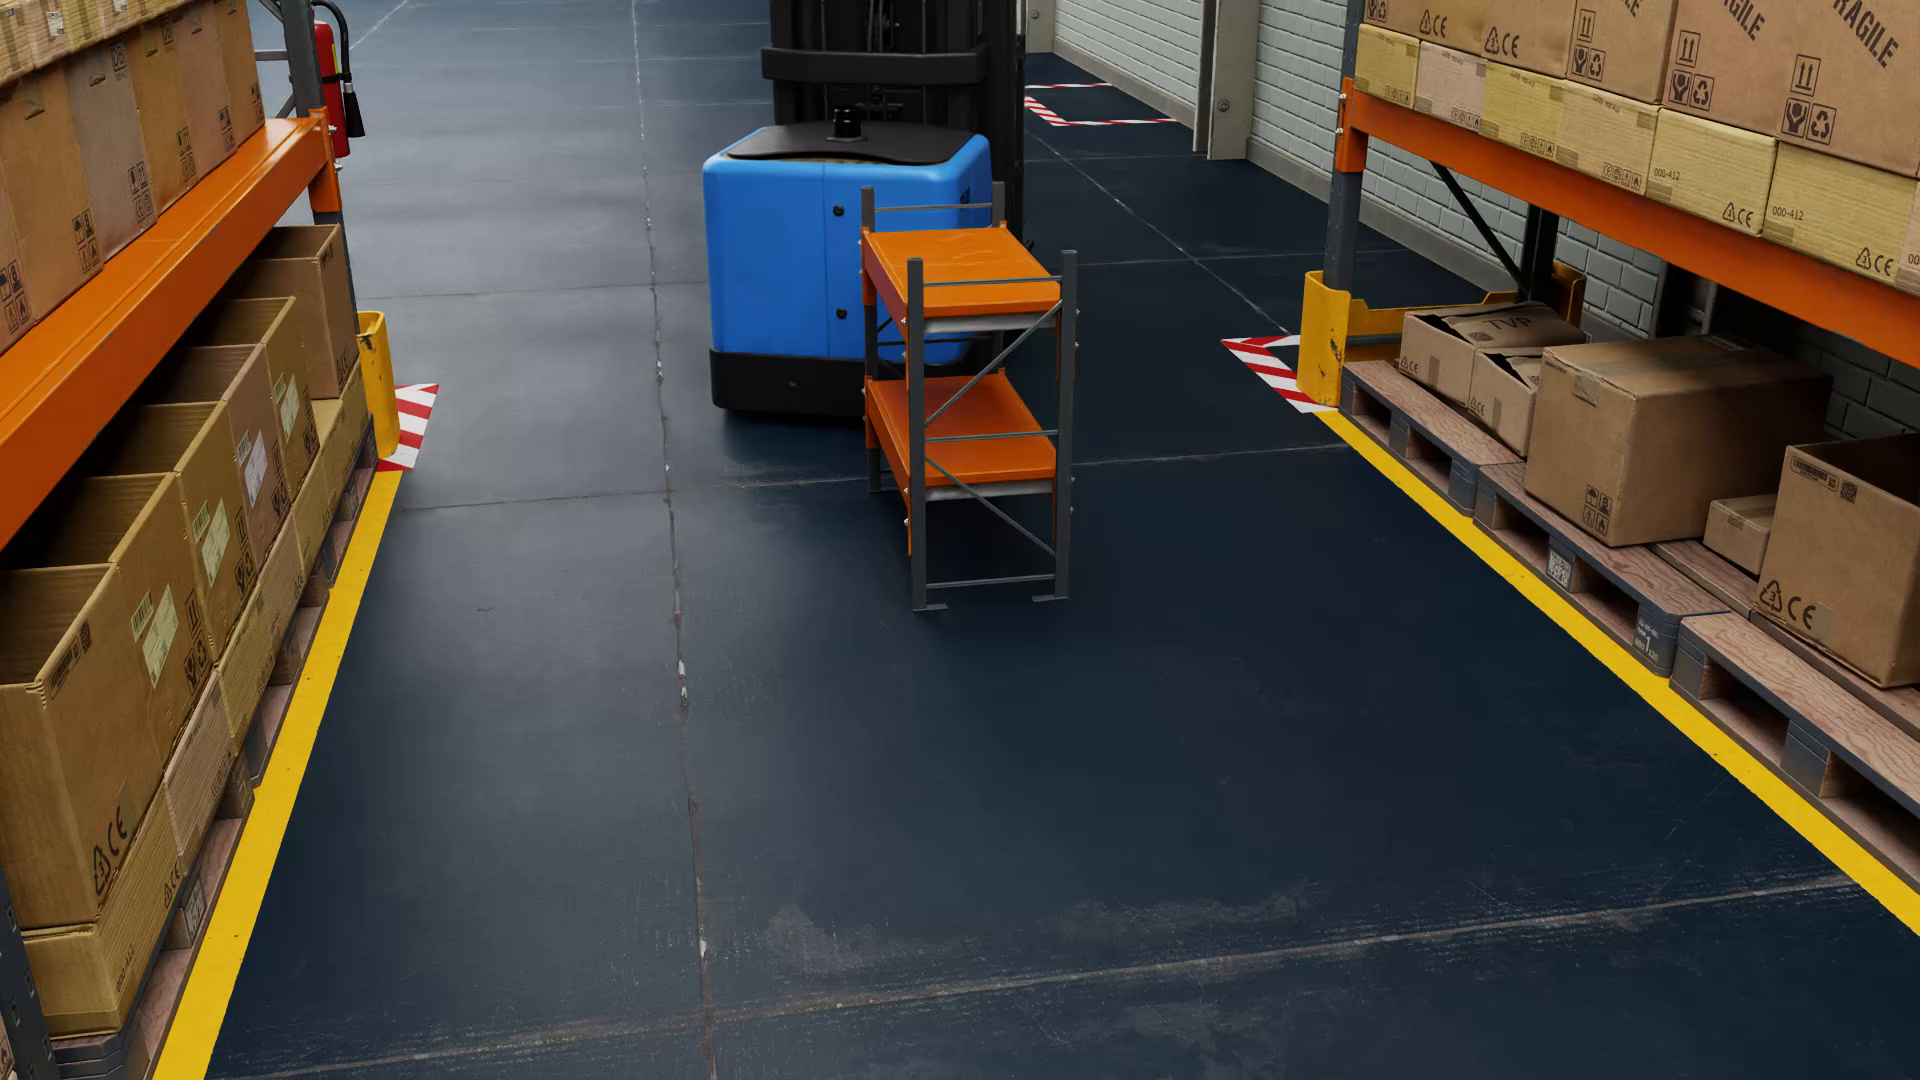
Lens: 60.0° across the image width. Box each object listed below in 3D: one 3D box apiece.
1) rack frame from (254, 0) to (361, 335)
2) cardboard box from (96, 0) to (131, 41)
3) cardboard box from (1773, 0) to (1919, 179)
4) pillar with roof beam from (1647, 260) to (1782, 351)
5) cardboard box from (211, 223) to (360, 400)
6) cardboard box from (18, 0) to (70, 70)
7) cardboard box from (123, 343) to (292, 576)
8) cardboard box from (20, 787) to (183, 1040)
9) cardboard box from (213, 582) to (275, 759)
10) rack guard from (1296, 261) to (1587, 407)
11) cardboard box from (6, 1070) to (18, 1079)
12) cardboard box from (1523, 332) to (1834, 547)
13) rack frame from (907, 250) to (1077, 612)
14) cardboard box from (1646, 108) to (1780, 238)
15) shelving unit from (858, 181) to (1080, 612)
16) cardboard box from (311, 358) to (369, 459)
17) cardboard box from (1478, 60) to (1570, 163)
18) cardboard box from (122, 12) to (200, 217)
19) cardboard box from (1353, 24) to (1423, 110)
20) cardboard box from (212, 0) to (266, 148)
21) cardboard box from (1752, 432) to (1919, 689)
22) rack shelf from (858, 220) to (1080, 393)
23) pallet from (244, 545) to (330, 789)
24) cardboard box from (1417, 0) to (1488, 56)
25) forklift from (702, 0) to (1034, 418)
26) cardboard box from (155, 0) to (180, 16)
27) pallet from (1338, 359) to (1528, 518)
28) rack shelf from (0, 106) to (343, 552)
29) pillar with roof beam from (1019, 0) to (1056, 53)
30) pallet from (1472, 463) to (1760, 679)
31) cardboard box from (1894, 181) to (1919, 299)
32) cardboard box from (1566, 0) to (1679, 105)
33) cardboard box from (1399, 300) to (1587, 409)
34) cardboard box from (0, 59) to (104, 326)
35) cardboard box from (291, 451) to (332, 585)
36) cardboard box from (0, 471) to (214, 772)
[{"bbox_3d":[-2.812,-1.706,5.909,1.000,3.000,0.127,-4,24,-10],"label":"rack frame"},{"bbox_3d":[-2.265,-1.303,4.051,0.380,0.149,0.250,-5,24,-10],"label":"cardboard box"},{"bbox_3d":[2.306,-1.144,3.847,0.500,0.500,0.500,-4,24,-10],"label":"cardboard box"},{"bbox_3d":[-1.195,-4.294,4.338,9.100,9.000,0.400,-4,24,-10],"label":"pillar with roof beam"},{"bbox_3d":[-2.420,-0.793,5.792,0.500,0.500,0.500,-4,24,-10],"label":"cardboard box"},{"bbox_3d":[-2.173,-1.103,3.591,0.380,0.149,0.250,-5,24,-11],"label":"cardboard box"},{"bbox_3d":[-2.129,-0.204,4.444,0.500,0.500,0.500,-4,24,-10],"label":"cardboard box"},{"bbox_3d":[-1.860,0.730,3.242,0.500,0.250,0.500,-4,24,-10],"label":"cardboard box"},{"bbox_3d":[-2.034,0.336,4.144,0.500,0.250,0.500,-4,24,-10],"label":"cardboard box"},{"bbox_3d":[2.070,-0.899,7.183,1.175,0.500,0.348,-4,24,-10],"label":"rack guard"},{"bbox_3d":[-1.710,1.076,2.448,0.500,0.250,0.500,-5,24,-10],"label":"cardboard box"},{"bbox_3d":[2.287,-0.335,5.343,0.700,0.500,0.500,-6,24,-13],"label":"cardboard box"},{"bbox_3d":[0.095,-0.313,5.061,0.500,1.125,0.032,-4,24,-10],"label":"rack frame"},{"bbox_3d":[2.218,-0.999,4.451,0.500,0.250,0.500,-4,24,-10],"label":"cardboard box"},{"bbox_3d":[0.001,-0.513,5.519,0.538,1.125,1.048,-4,24,-10],"label":"shelving unit"},{"bbox_3d":[-2.422,-0.450,5.942,0.500,0.250,0.500,-4,24,-10],"label":"cardboard box"},{"bbox_3d":[2.033,-1.395,5.359,0.500,0.250,0.500,-5,24,-11],"label":"cardboard box"},{"bbox_3d":[-2.550,-1.165,4.546,0.700,0.500,0.500,-4,24,-9],"label":"cardboard box"},{"bbox_3d":[1.834,-1.799,6.284,0.500,0.250,0.500,-5,24,-11],"label":"cardboard box"},{"bbox_3d":[-2.738,-1.567,5.466,0.700,0.500,0.500,-4,24,-10],"label":"cardboard box"},{"bbox_3d":[2.564,0.038,4.489,0.500,0.500,0.500,-6,24,-14],"label":"cardboard box"},{"bbox_3d":[0.001,-0.781,5.402,0.538,0.278,1.000,-4,24,-10],"label":"rack shelf"},{"bbox_3d":[-2.407,0.348,4.689,1.003,0.211,1.213,-4,24,-10],"label":"pallet"},{"bbox_3d":[1.931,-1.953,5.700,0.500,0.500,0.500,-4,24,-10],"label":"cardboard box"},{"bbox_3d":[-0.250,-2.375,7.527,1.130,2.935,3.031,4,24,10],"label":"forklift"},{"bbox_3d":[-2.363,-1.507,4.518,0.380,0.149,0.250,-4,24,-8],"label":"cardboard box"},{"bbox_3d":[2.186,-0.444,6.504,1.003,0.211,1.213,-4,24,-10],"label":"pallet"},{"bbox_3d":[-2.442,-0.590,4.252,1.077,0.370,4.000,-4,24,-10],"label":"rack shelf"},{"bbox_3d":[-3.414,-9.014,15.145,9.100,9.000,0.400,-4,24,-10],"label":"pillar with roof beam"},{"bbox_3d":[2.408,0.035,5.407,1.003,0.211,1.213,-4,24,-10],"label":"pallet"},{"bbox_3d":[2.410,-0.605,3.550,0.500,0.250,0.500,-4,24,-10],"label":"cardboard box"},{"bbox_3d":[2.127,-1.547,4.771,0.500,0.500,0.500,-4,24,-8],"label":"cardboard box"},{"bbox_3d":[2.096,-0.765,6.563,0.500,0.311,0.500,-7,25,-16],"label":"cardboard box"},{"bbox_3d":[-2.353,-0.757,3.611,0.700,0.500,0.500,-4,24,-9],"label":"cardboard box"},{"bbox_3d":[-2.224,-0.057,5.044,0.500,0.250,0.500,-4,24,-10],"label":"cardboard box"},{"bbox_3d":[-1.950,0.189,3.542,0.500,0.500,0.500,-4,24,-10],"label":"cardboard box"}]
